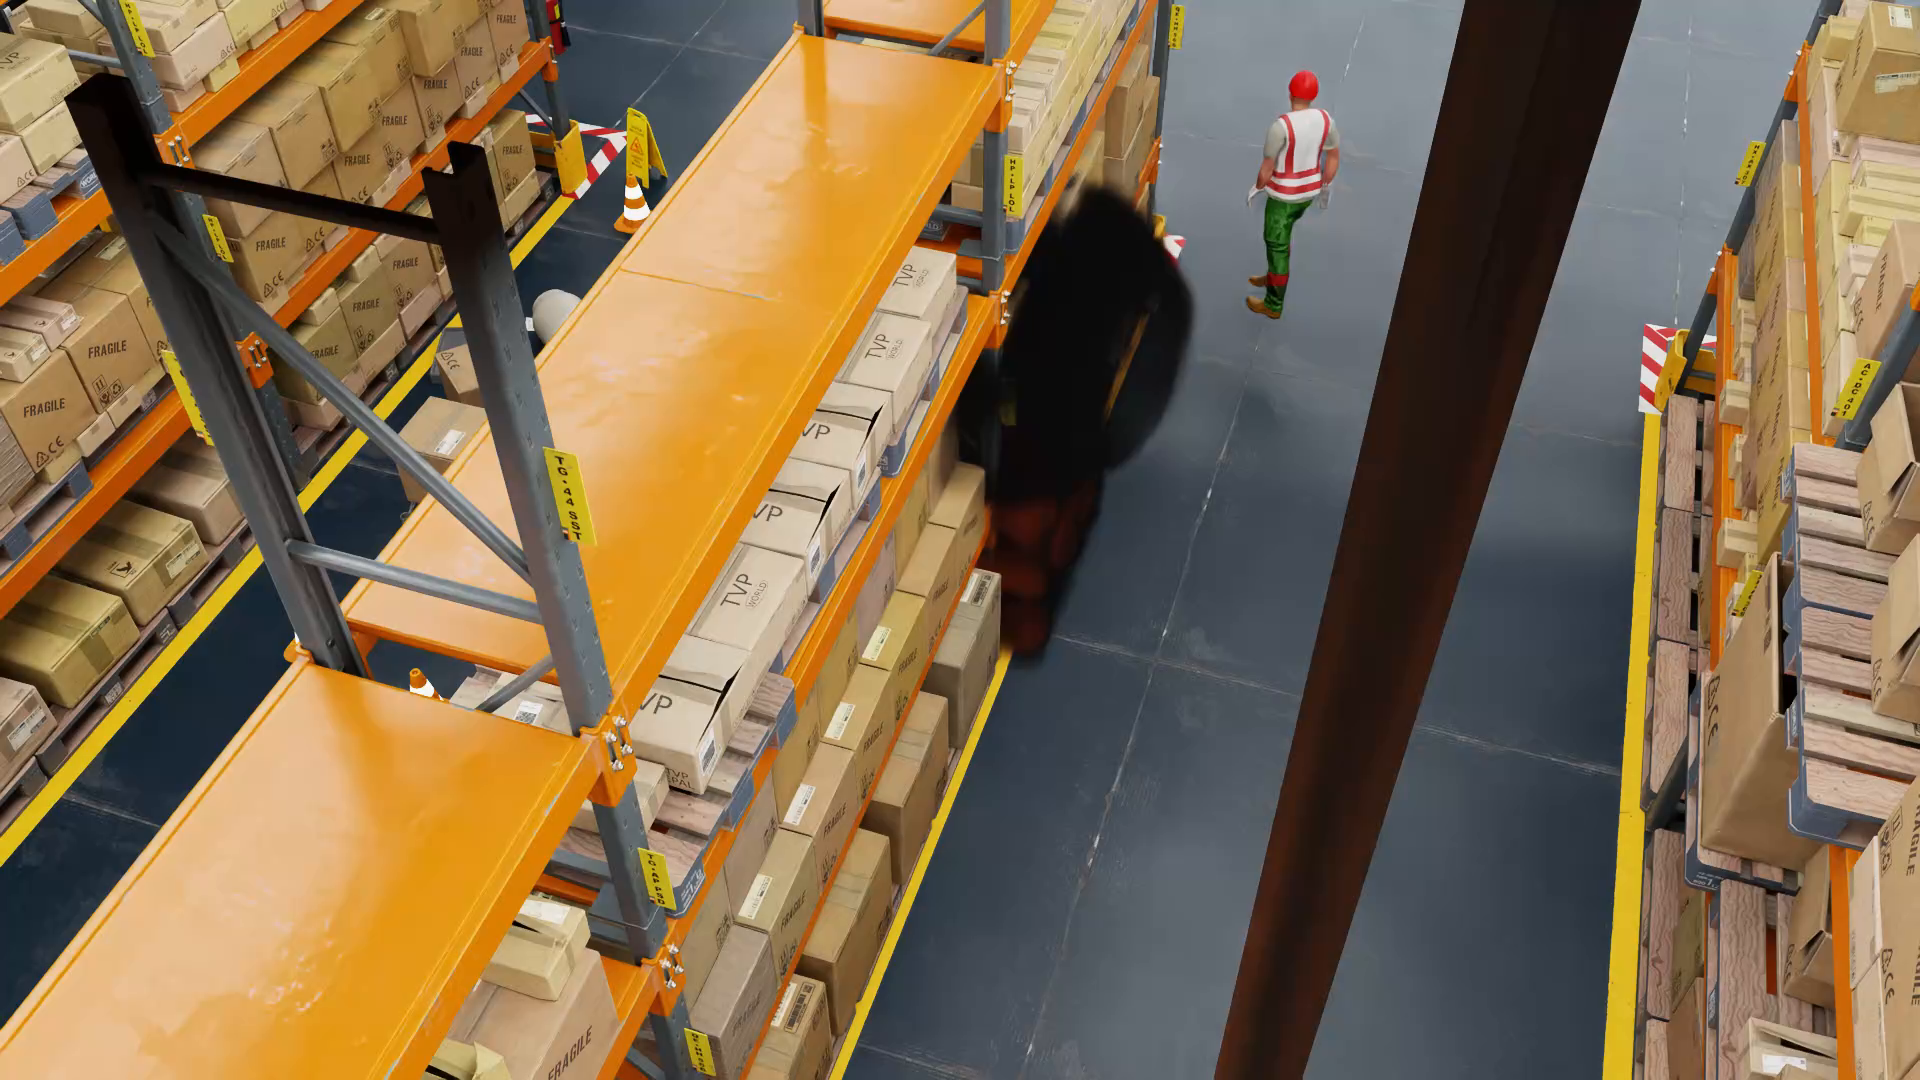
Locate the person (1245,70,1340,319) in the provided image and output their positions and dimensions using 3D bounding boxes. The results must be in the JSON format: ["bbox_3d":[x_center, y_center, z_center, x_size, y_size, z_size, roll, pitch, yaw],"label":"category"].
[{"bbox_3d":[2.375,-2.464,11.921,0.626,1.788,0.584,-22,50,-20],"label":"person"}]
